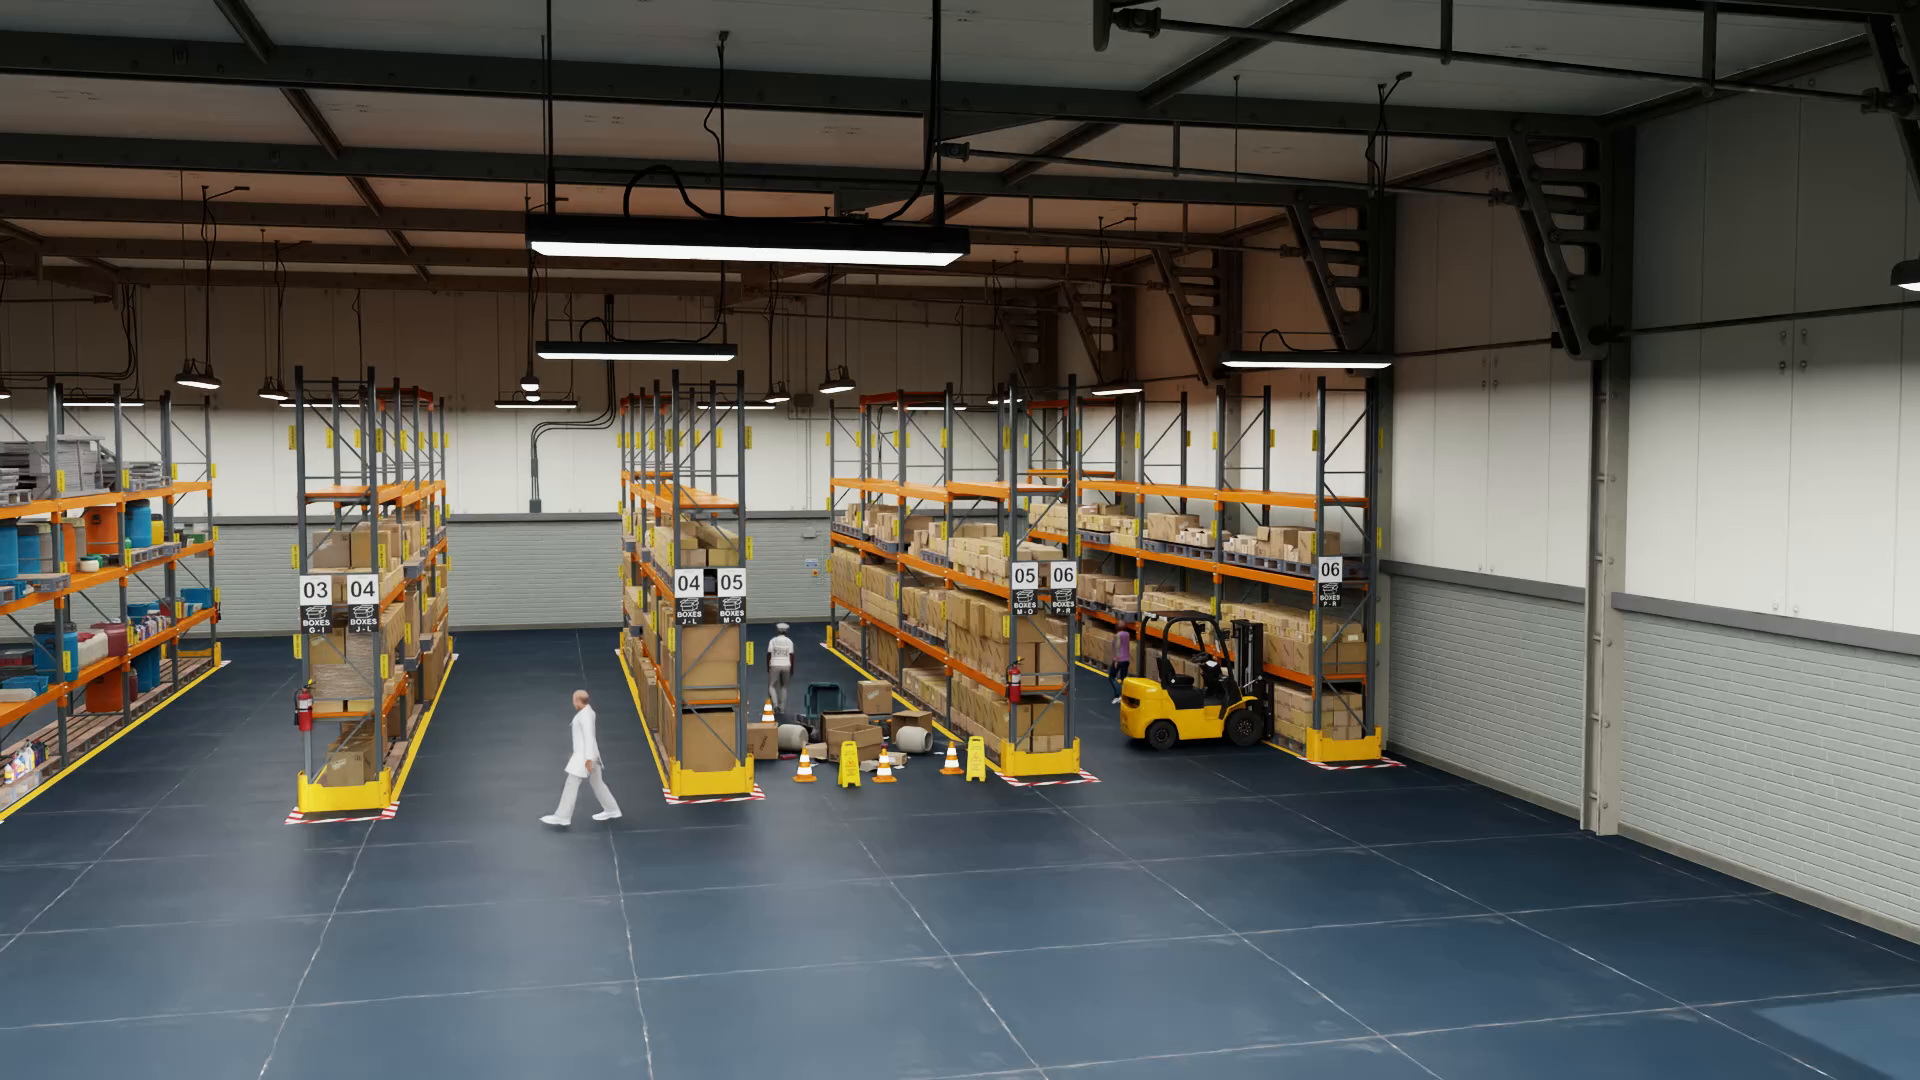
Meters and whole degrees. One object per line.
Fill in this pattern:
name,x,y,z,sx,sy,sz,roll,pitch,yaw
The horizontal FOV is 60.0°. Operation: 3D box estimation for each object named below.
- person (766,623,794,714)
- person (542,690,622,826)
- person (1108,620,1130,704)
person,-3.289,2.371,30.374,0.533,1.647,0.649,-1,3,-12
person,-4.946,2.830,21.762,0.980,1.742,0.609,0,3,-4
person,3.073,2.321,31.669,0.372,1.612,0.446,3,5,43
